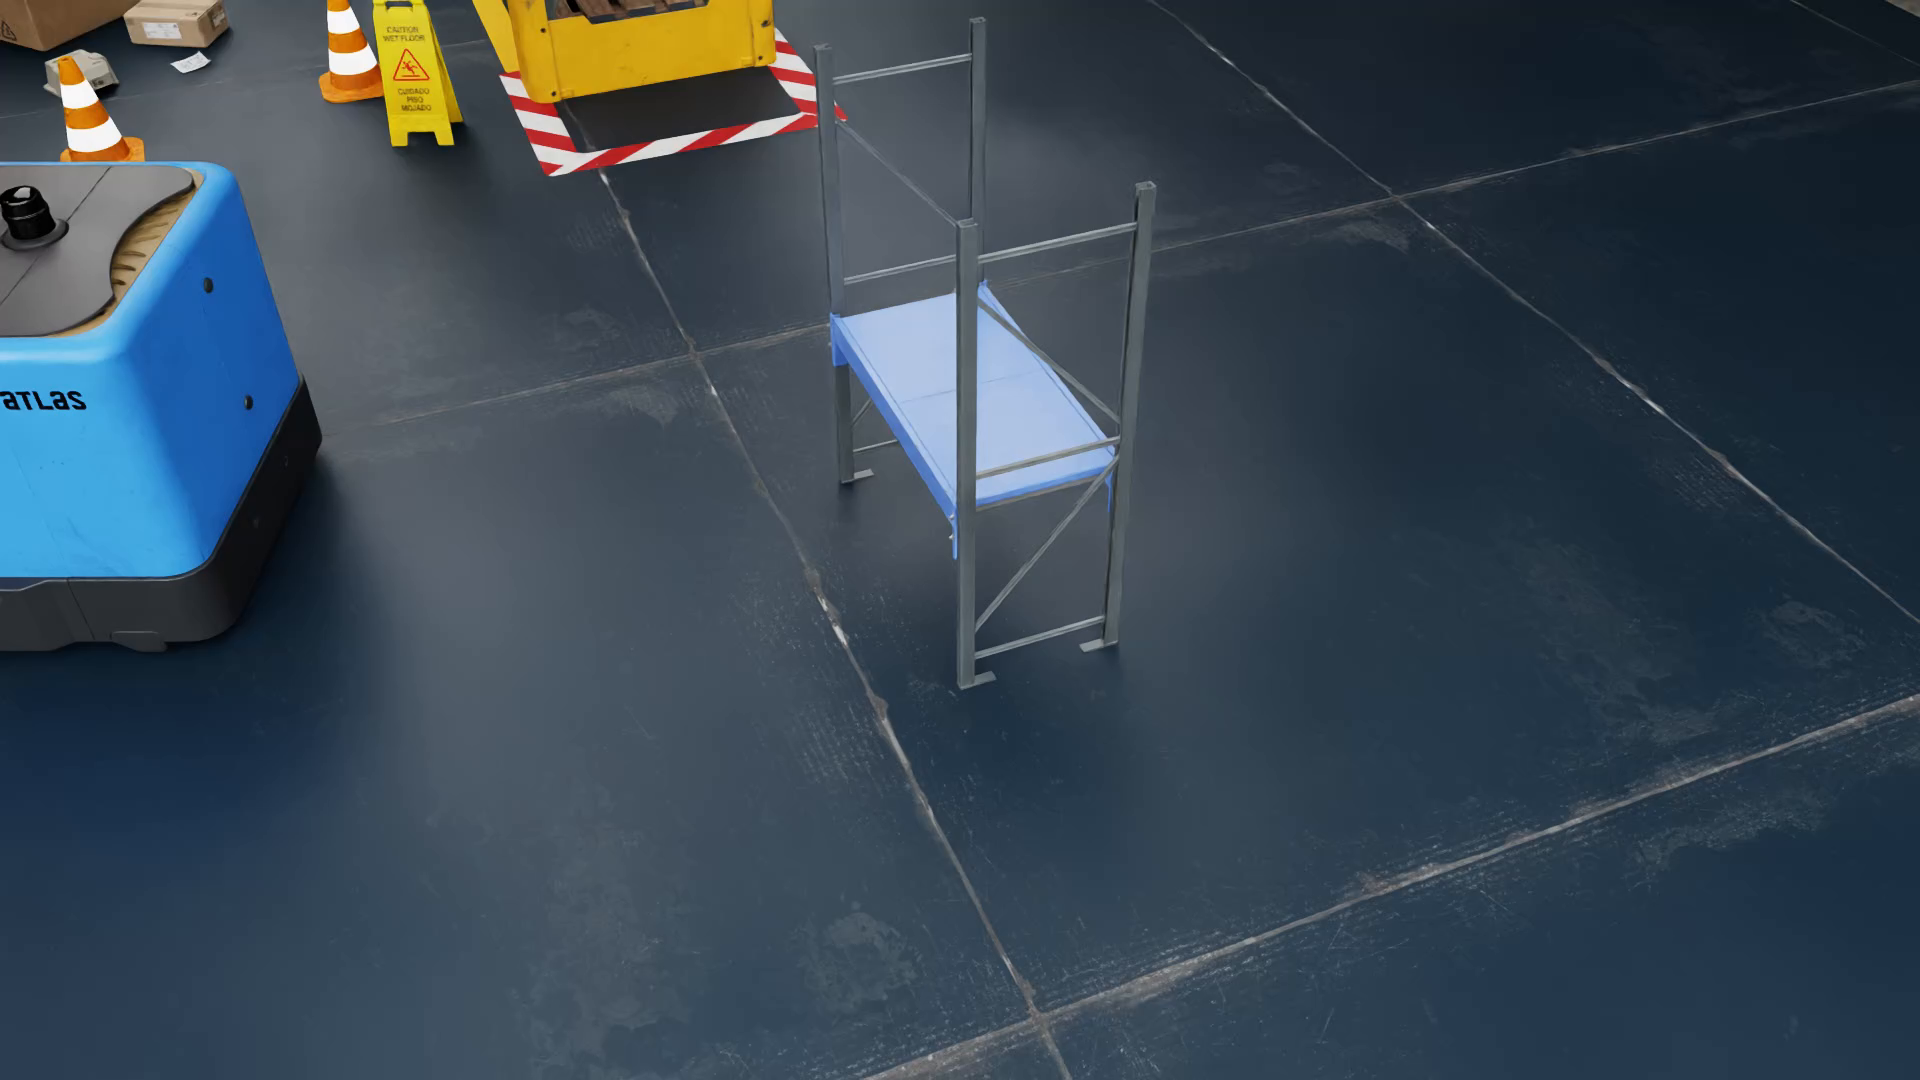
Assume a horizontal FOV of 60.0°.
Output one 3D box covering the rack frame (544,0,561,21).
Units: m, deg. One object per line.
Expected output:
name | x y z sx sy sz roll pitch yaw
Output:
rack frame | -1.429 -3.311 6.799 1.000 3.000 0.127 -15 43 -17

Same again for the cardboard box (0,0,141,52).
cardboard box | -4.440 -2.791 8.109 0.637 0.503 0.797 19 44 20

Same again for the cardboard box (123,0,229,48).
cardboard box | -3.796 -2.515 8.061 0.380 0.149 0.250 5 41 6

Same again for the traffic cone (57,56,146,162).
traffic cone | -3.681 -1.804 6.993 0.336 0.463 0.334 -15 43 -17

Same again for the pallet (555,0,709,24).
pallet | -1.736 -2.797 8.341 1.003 0.211 1.213 -15 43 -17

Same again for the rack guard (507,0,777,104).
rack guard | -1.458 -2.409 7.668 1.175 0.500 0.348 -15 43 -17

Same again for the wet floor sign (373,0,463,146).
wet floor sign | -2.345 -2.037 7.123 0.267 0.644 0.232 -2 41 -2

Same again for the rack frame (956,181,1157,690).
rack frame | 0.227 -0.211 4.345 0.500 1.500 0.032 -15 43 -17

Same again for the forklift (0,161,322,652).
forklift | -3.630 -1.101 4.283 3.031 2.935 1.130 0 41 0

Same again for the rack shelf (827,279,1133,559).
rack shelf | 0.033 -0.381 4.819 0.538 0.185 1.000 -15 43 -17

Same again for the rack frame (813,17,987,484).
rack frame | -0.162 -0.823 5.057 0.500 1.500 0.032 -15 43 -17

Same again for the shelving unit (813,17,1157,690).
shelving unit | 0.033 -0.517 4.701 0.538 1.500 1.048 -15 43 -17

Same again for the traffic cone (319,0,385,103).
traffic cone | -2.785 -2.286 7.553 0.336 0.463 0.334 -15 43 -17

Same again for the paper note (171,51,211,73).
paper note | -3.630 -2.258 7.852 0.148 0.019 0.142 -31 49 -31

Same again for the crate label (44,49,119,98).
crate label | -4.039 -2.139 7.632 0.298 0.136 0.250 27 47 27
